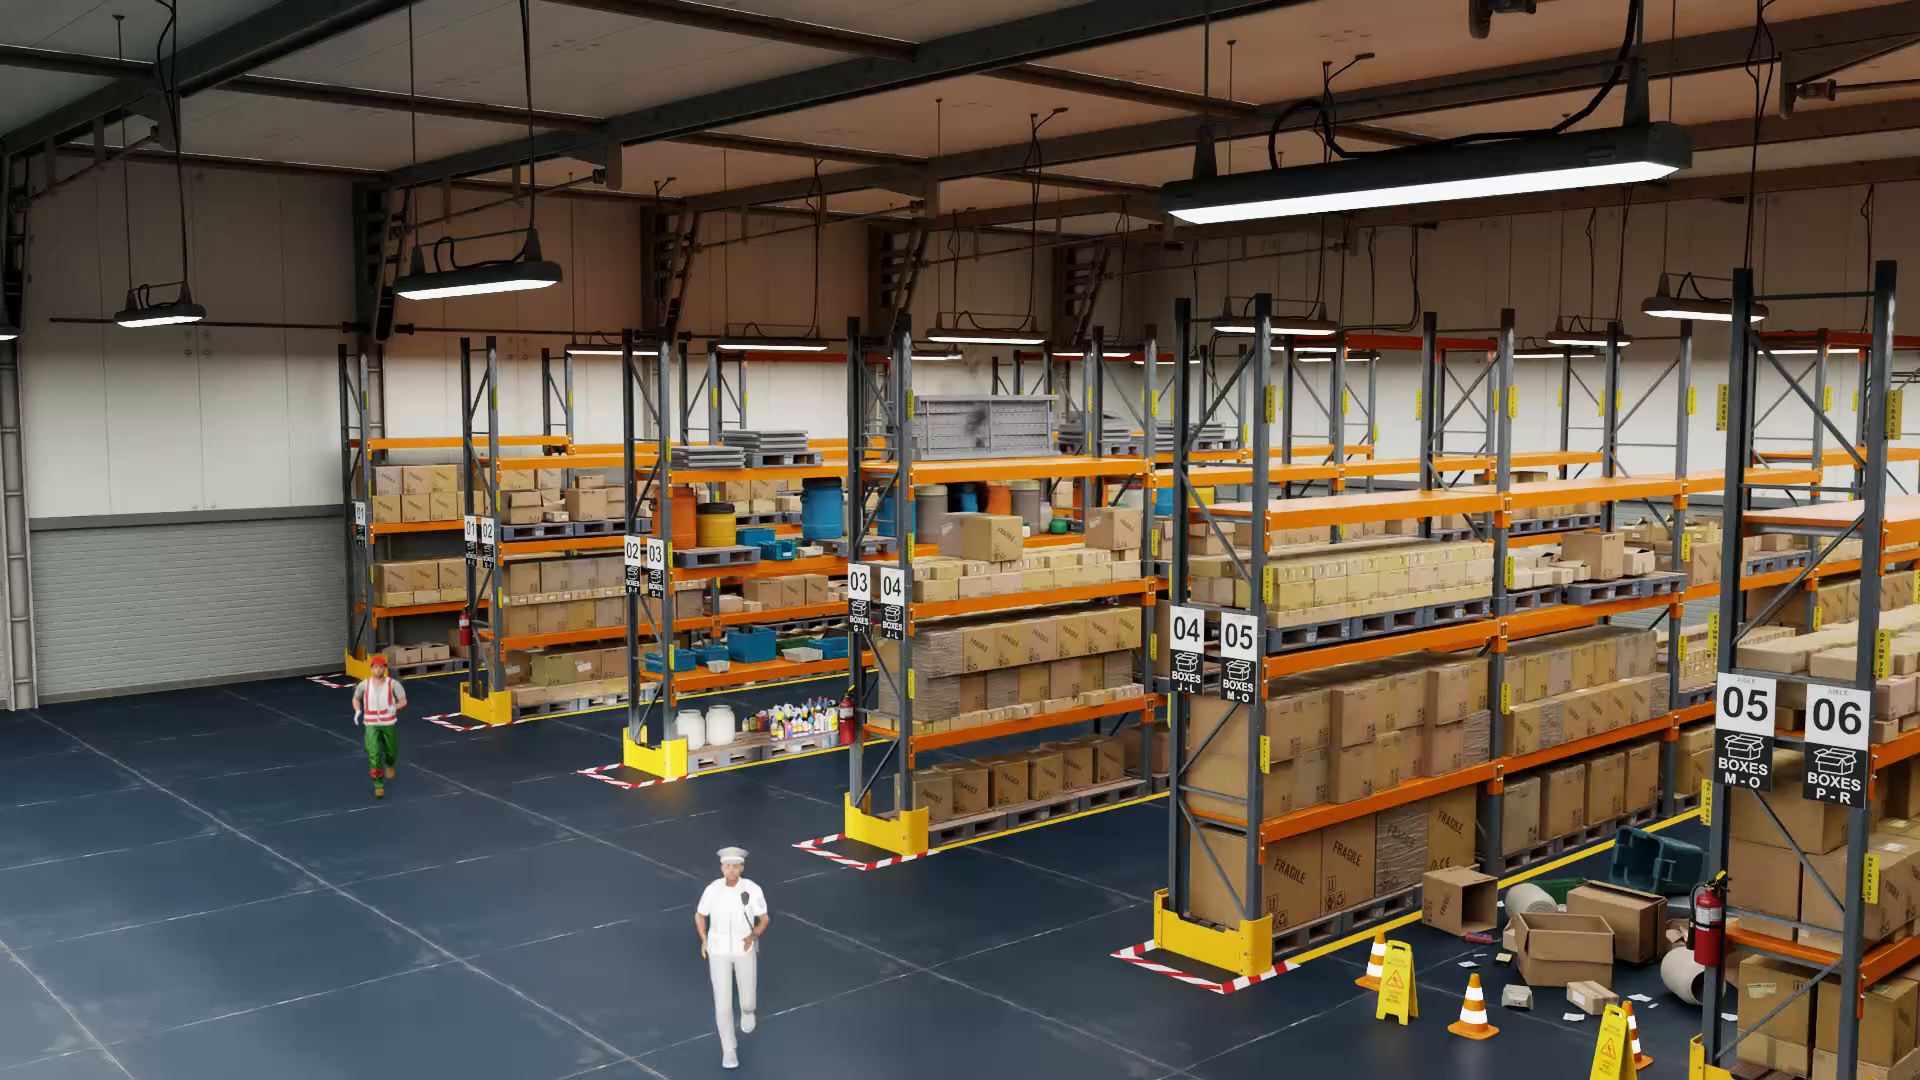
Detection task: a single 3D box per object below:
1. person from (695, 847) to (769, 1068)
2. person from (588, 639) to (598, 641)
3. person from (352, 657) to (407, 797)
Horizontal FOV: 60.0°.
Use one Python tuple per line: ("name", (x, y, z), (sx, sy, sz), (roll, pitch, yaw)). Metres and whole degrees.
("person", (-1.774, 3.182, 12.918), (0.580, 1.654, 0.681), (0, 5, -4))
("person", (-6.451, 1.618, 29.468), (0.695, 1.771, 0.962), (4, 7, 40))
("person", (-7.463, 2.374, 21.399), (0.668, 1.759, 0.868), (-2, 5, -17))
